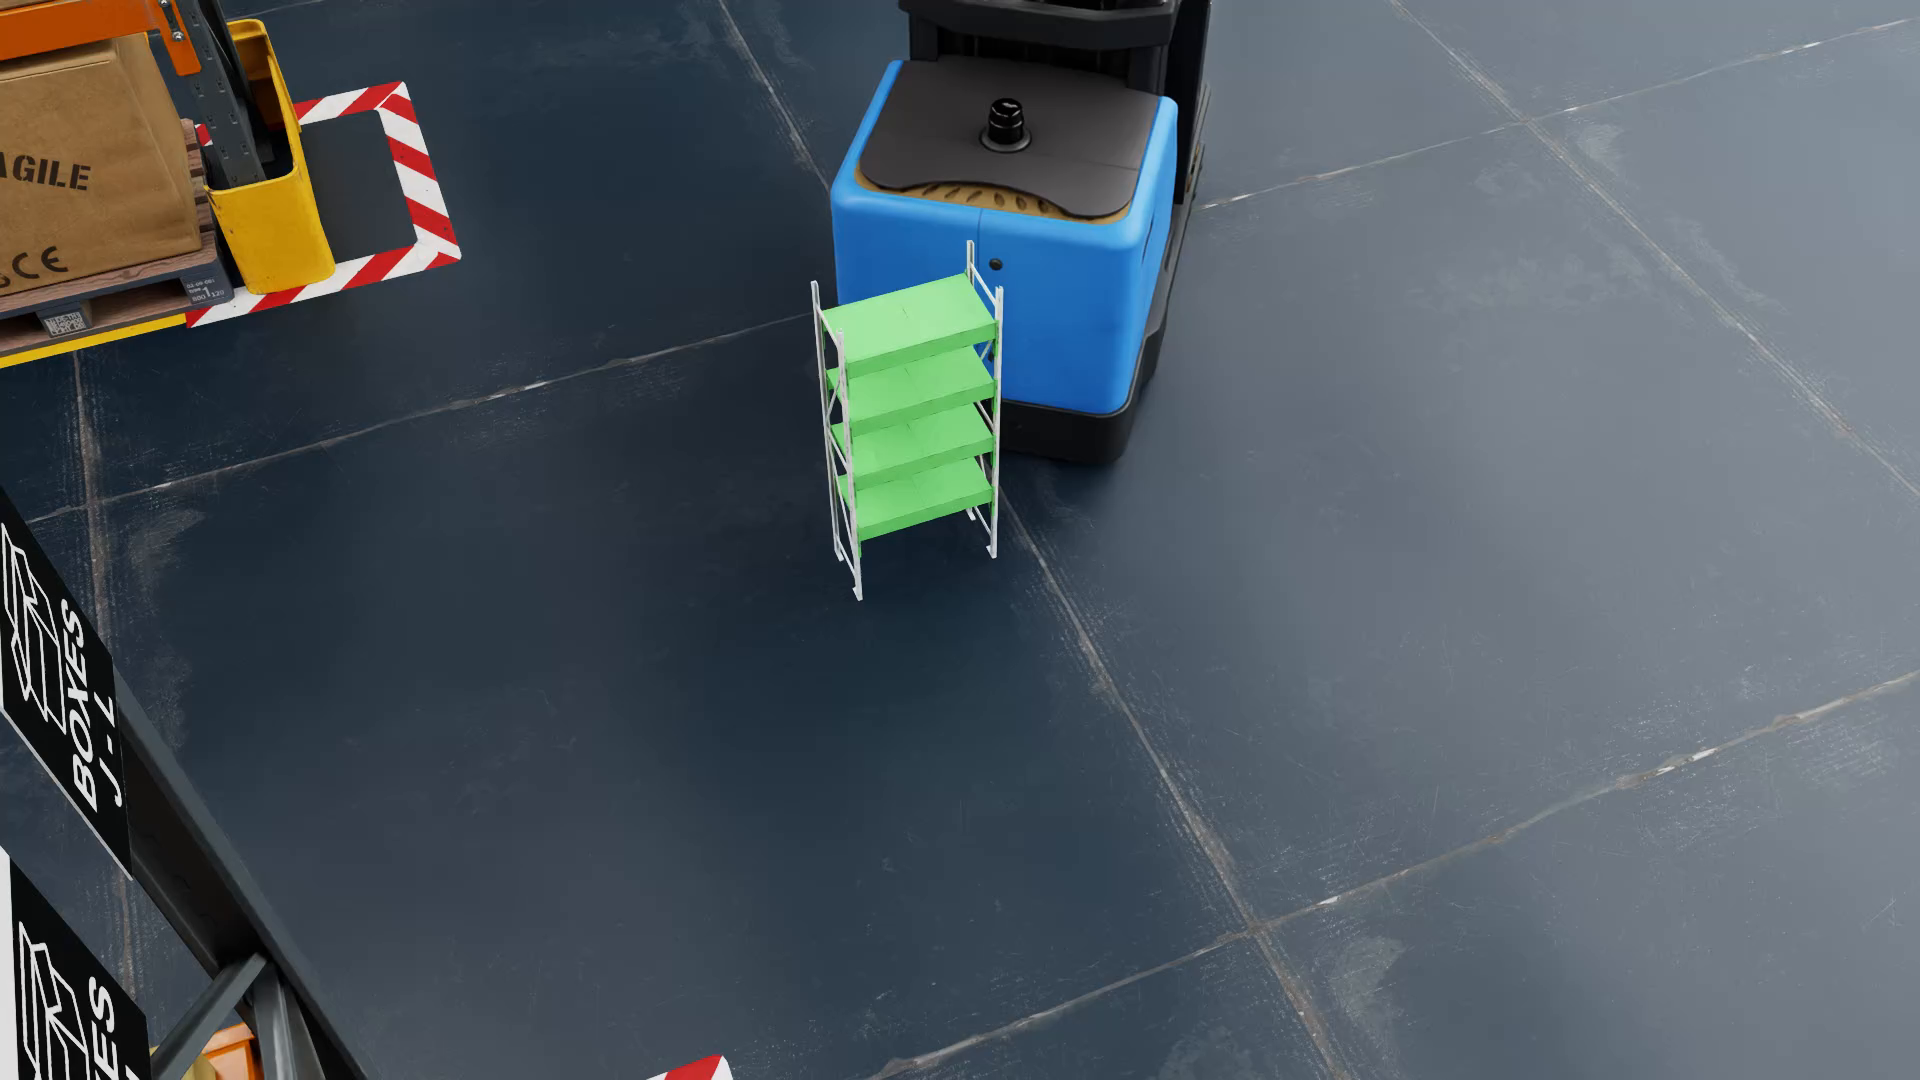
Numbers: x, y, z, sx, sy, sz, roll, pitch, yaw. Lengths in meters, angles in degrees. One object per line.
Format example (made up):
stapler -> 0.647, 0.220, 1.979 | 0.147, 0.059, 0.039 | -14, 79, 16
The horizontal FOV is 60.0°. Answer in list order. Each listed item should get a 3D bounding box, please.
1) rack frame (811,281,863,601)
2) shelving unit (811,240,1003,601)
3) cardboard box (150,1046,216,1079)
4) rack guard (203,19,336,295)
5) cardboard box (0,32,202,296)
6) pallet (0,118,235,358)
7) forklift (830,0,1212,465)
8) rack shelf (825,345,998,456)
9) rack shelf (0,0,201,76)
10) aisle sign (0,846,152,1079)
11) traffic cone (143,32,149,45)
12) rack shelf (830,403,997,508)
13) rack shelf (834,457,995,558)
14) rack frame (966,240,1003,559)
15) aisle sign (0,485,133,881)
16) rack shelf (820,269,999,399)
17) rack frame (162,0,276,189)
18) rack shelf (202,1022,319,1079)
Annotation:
rack frame -> -0.379, -0.273, 5.194 | 0.015, 1.200, 0.240 | -17, 52, -14
shelving unit -> -0.153, -0.343, 5.254 | 0.503, 1.200, 0.258 | -17, 52, -14
cardboard box -> -1.464, 1.126, 2.972 | 0.250, 0.149, 0.380 | -17, 52, -14
rack guard -> -2.870, -1.575, 6.773 | 0.348, 0.500, 1.175 | -17, 52, -14
cardboard box -> -3.495, -1.587, 6.259 | 0.875, 0.875, 0.875 | -17, 51, -14
pallet -> -3.603, -1.190, 6.633 | 1.213, 0.211, 1.003 | -17, 52, -14
forklift -> 0.409, -2.367, 5.851 | 1.130, 2.935, 3.031 | 10, 50, 9
rack shelf -> -0.153, -0.458, 5.120 | 0.480, 0.148, 0.258 | -17, 52, -14
rack shelf -> -4.744, -1.575, 5.599 | 4.000, 0.370, 1.077 | -17, 52, -14
aisle sign -> -0.940, 0.476, 1.651 | 0.004, 0.787, 0.394 | -17, 52, -14
traffic cone -> -3.921, -2.401, 7.507 | 0.334, 0.463, 0.336 | -17, 52, -14
rack shelf -> -0.153, -0.302, 5.303 | 0.480, 0.148, 0.258 | -17, 52, -14
rack shelf -> -0.153, -0.145, 5.485 | 0.480, 0.148, 0.258 | -17, 52, -14
rack frame -> 0.073, -0.413, 5.314 | 0.015, 1.200, 0.240 | -17, 52, -14
aisle sign -> -1.166, 0.054, 2.013 | 0.004, 0.787, 0.394 | -17, 52, -14
rack shelf -> -0.153, -0.615, 4.938 | 0.480, 0.148, 0.258 | -17, 52, -14
rack frame -> -2.892, -2.383, 5.819 | 0.127, 3.000, 1.000 | -17, 52, -14
rack shelf -> -2.962, 1.938, 2.583 | 4.000, 0.370, 1.077 | -17, 52, -14
